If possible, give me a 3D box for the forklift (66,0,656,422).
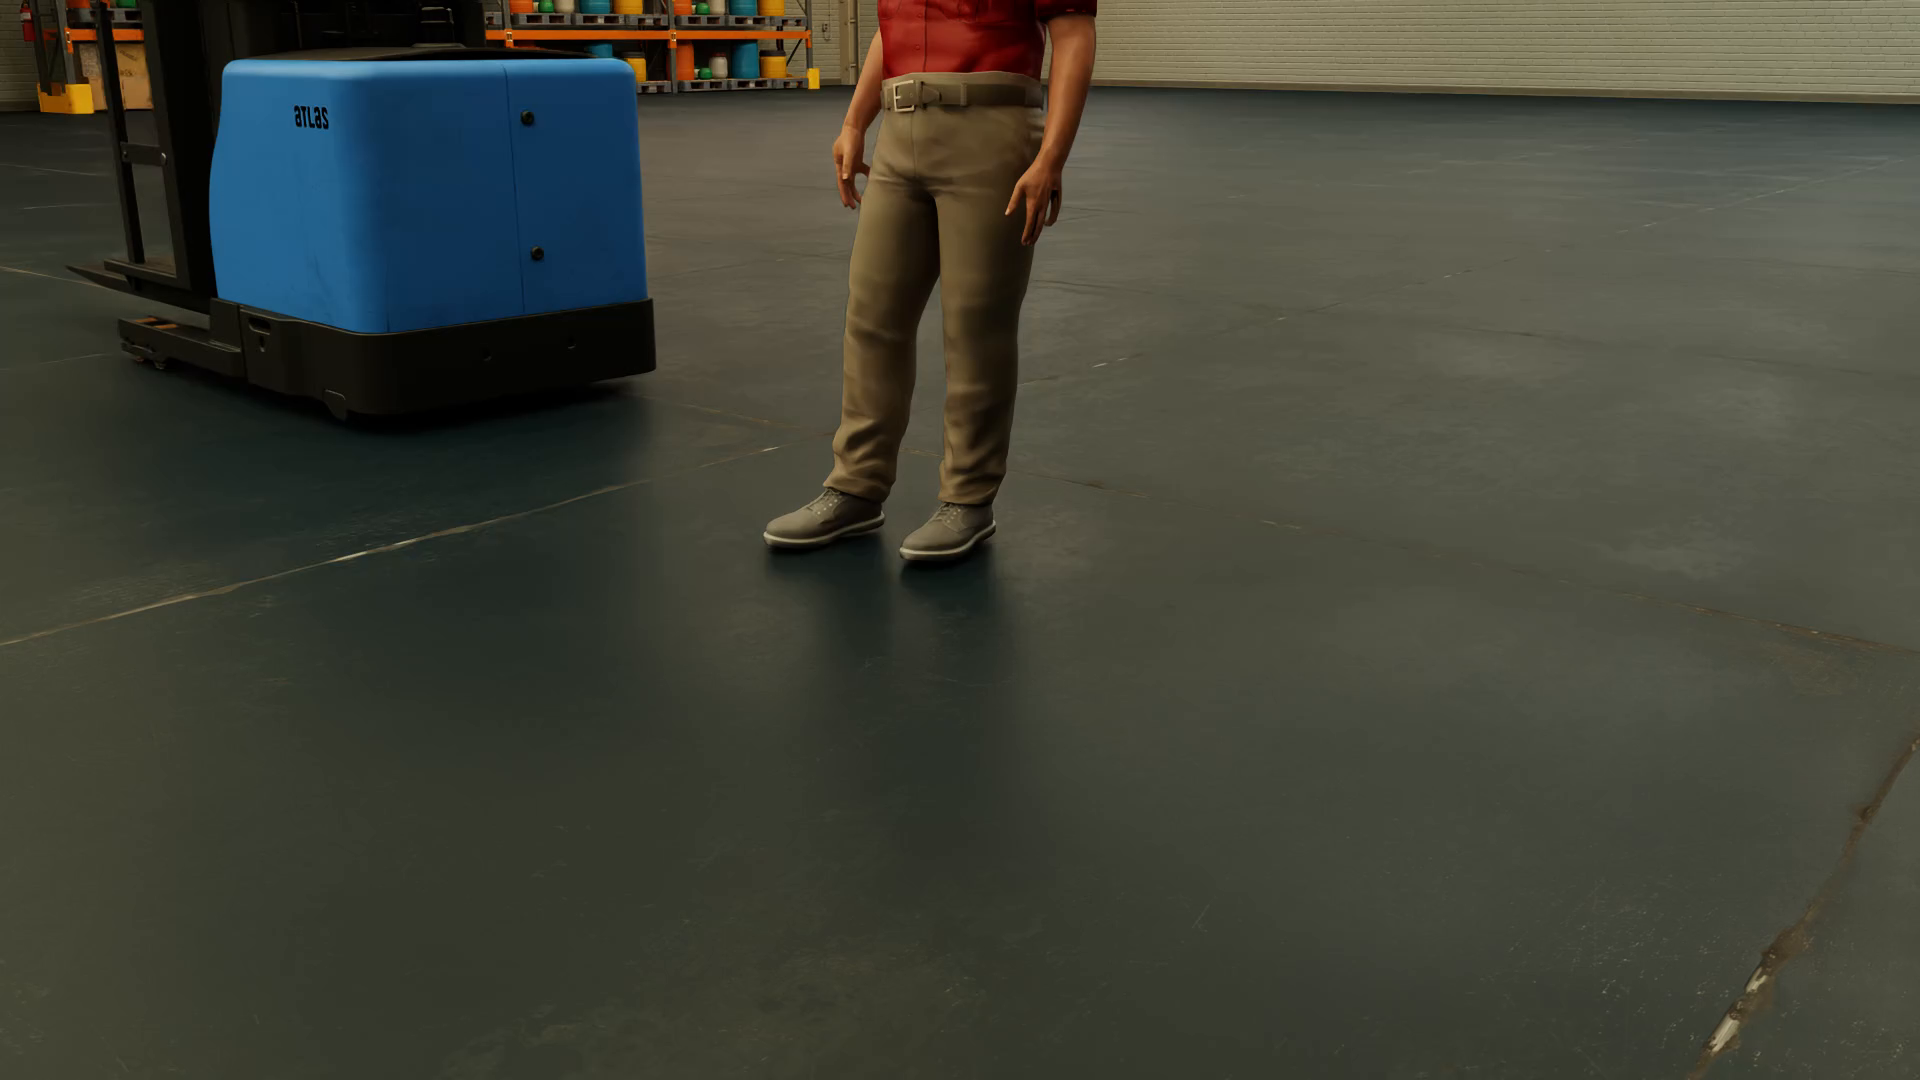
[{"bbox_3d":[-2.427,-2.105,5.829,3.031,2.935,1.130,16,23,42],"label":"forklift"}]

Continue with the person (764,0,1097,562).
[{"bbox_3d":[-0.066,-0.816,3.630,0.640,1.727,0.551,13,21,37],"label":"person"}]
